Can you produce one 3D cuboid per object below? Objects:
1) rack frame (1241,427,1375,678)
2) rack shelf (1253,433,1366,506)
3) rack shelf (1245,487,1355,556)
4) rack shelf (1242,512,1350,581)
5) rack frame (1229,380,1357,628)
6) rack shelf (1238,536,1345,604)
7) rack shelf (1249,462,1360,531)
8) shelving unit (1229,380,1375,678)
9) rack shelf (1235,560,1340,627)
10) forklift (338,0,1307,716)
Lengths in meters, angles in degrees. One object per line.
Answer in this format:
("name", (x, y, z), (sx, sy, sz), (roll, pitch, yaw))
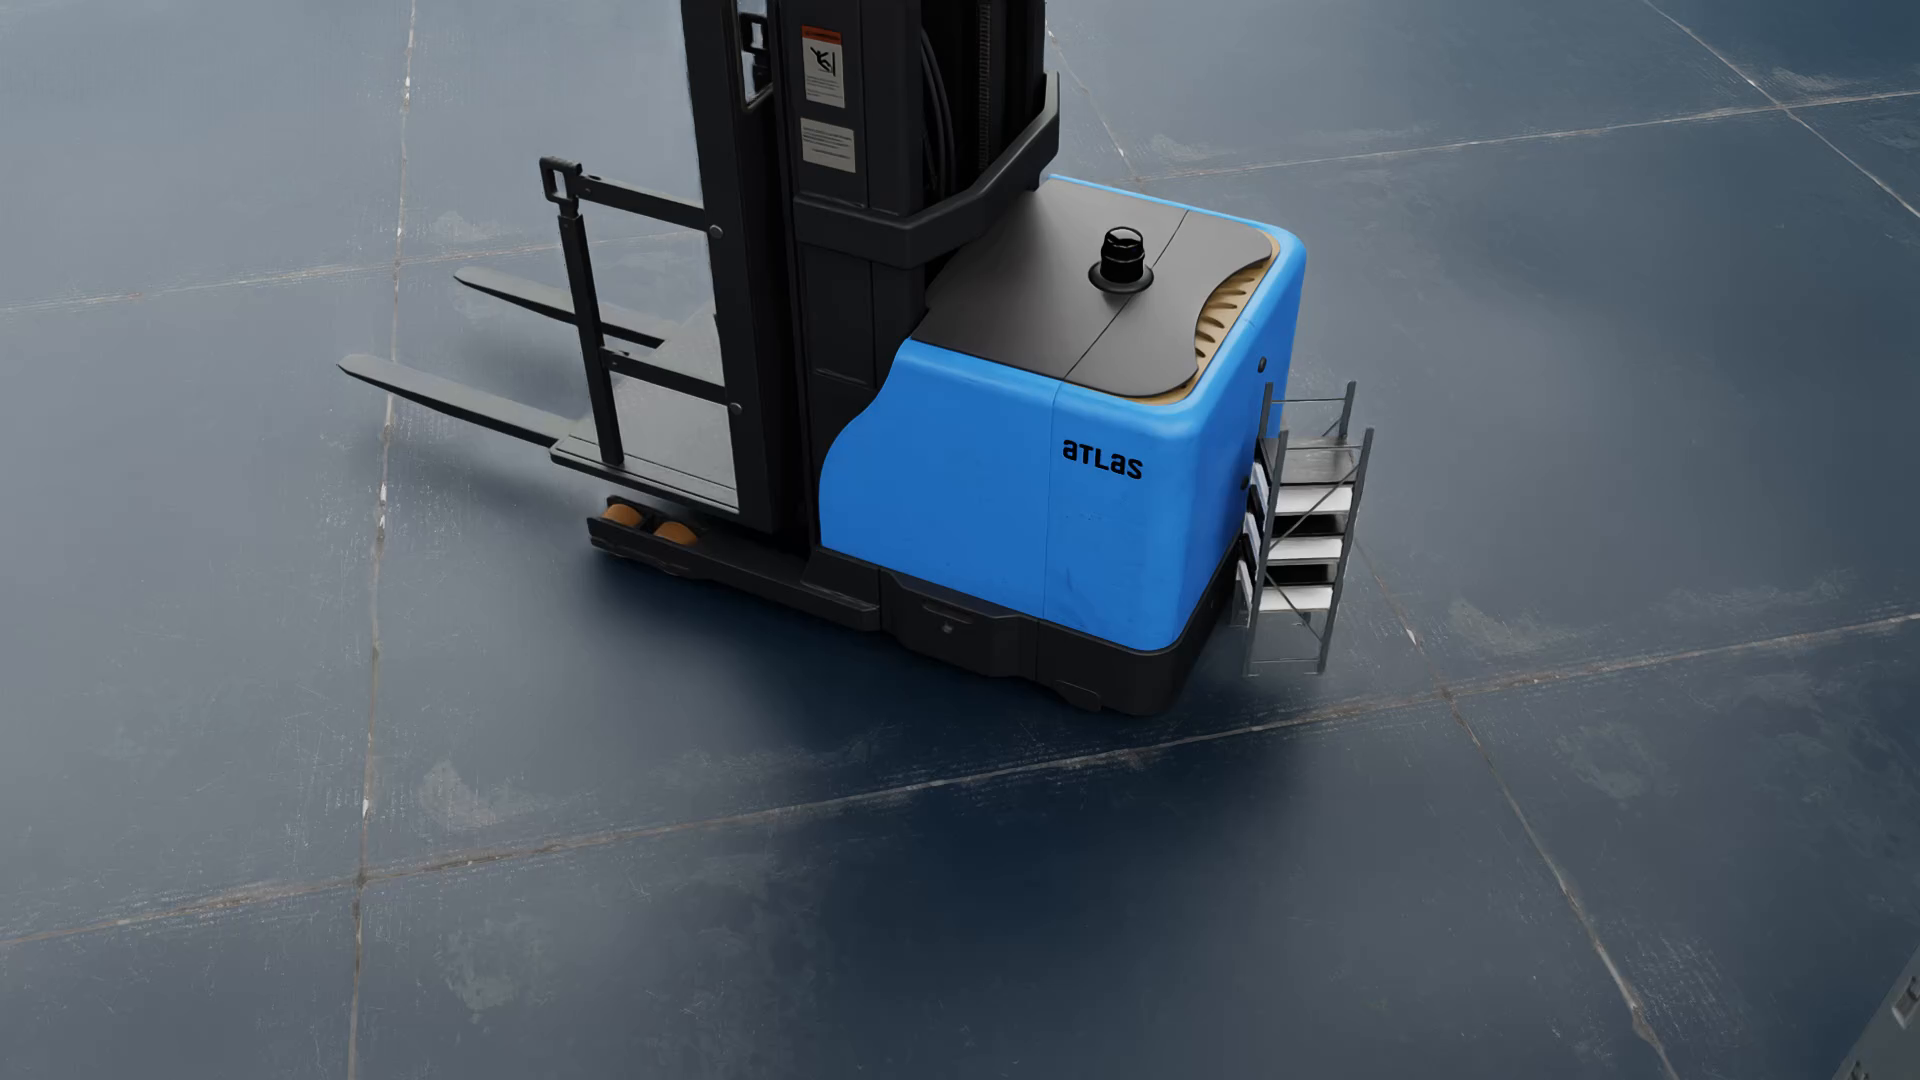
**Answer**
("rack frame", (0.931, 0.055, 4.510), (0.240, 0.900, 0.006), (-2, 42, -2))
("rack shelf", (0.927, -0.189, 4.429), (0.258, 0.077, 0.200), (-2, 42, -2))
("rack shelf", (0.927, -0.055, 4.548), (0.258, 0.077, 0.200), (-2, 42, -2))
("rack shelf", (0.927, 0.013, 4.608), (0.258, 0.077, 0.200), (-2, 42, -2))
("rack frame", (0.922, -0.080, 4.662), (0.240, 0.900, 0.006), (-2, 42, -2))
("rack shelf", (0.927, 0.080, 4.668), (0.258, 0.077, 0.200), (-2, 42, -2))
("rack shelf", (0.927, -0.122, 4.489), (0.258, 0.077, 0.200), (-2, 42, -2))
("shelving unit", (0.927, -0.012, 4.586), (0.258, 0.900, 0.210), (-2, 42, -2))
("rack shelf", (0.927, 0.147, 4.728), (0.258, 0.077, 0.200), (-2, 42, -2))
("forklift", (-0.583, -1.283, 4.487), (3.031, 2.935, 1.130), (18, 45, 19))
